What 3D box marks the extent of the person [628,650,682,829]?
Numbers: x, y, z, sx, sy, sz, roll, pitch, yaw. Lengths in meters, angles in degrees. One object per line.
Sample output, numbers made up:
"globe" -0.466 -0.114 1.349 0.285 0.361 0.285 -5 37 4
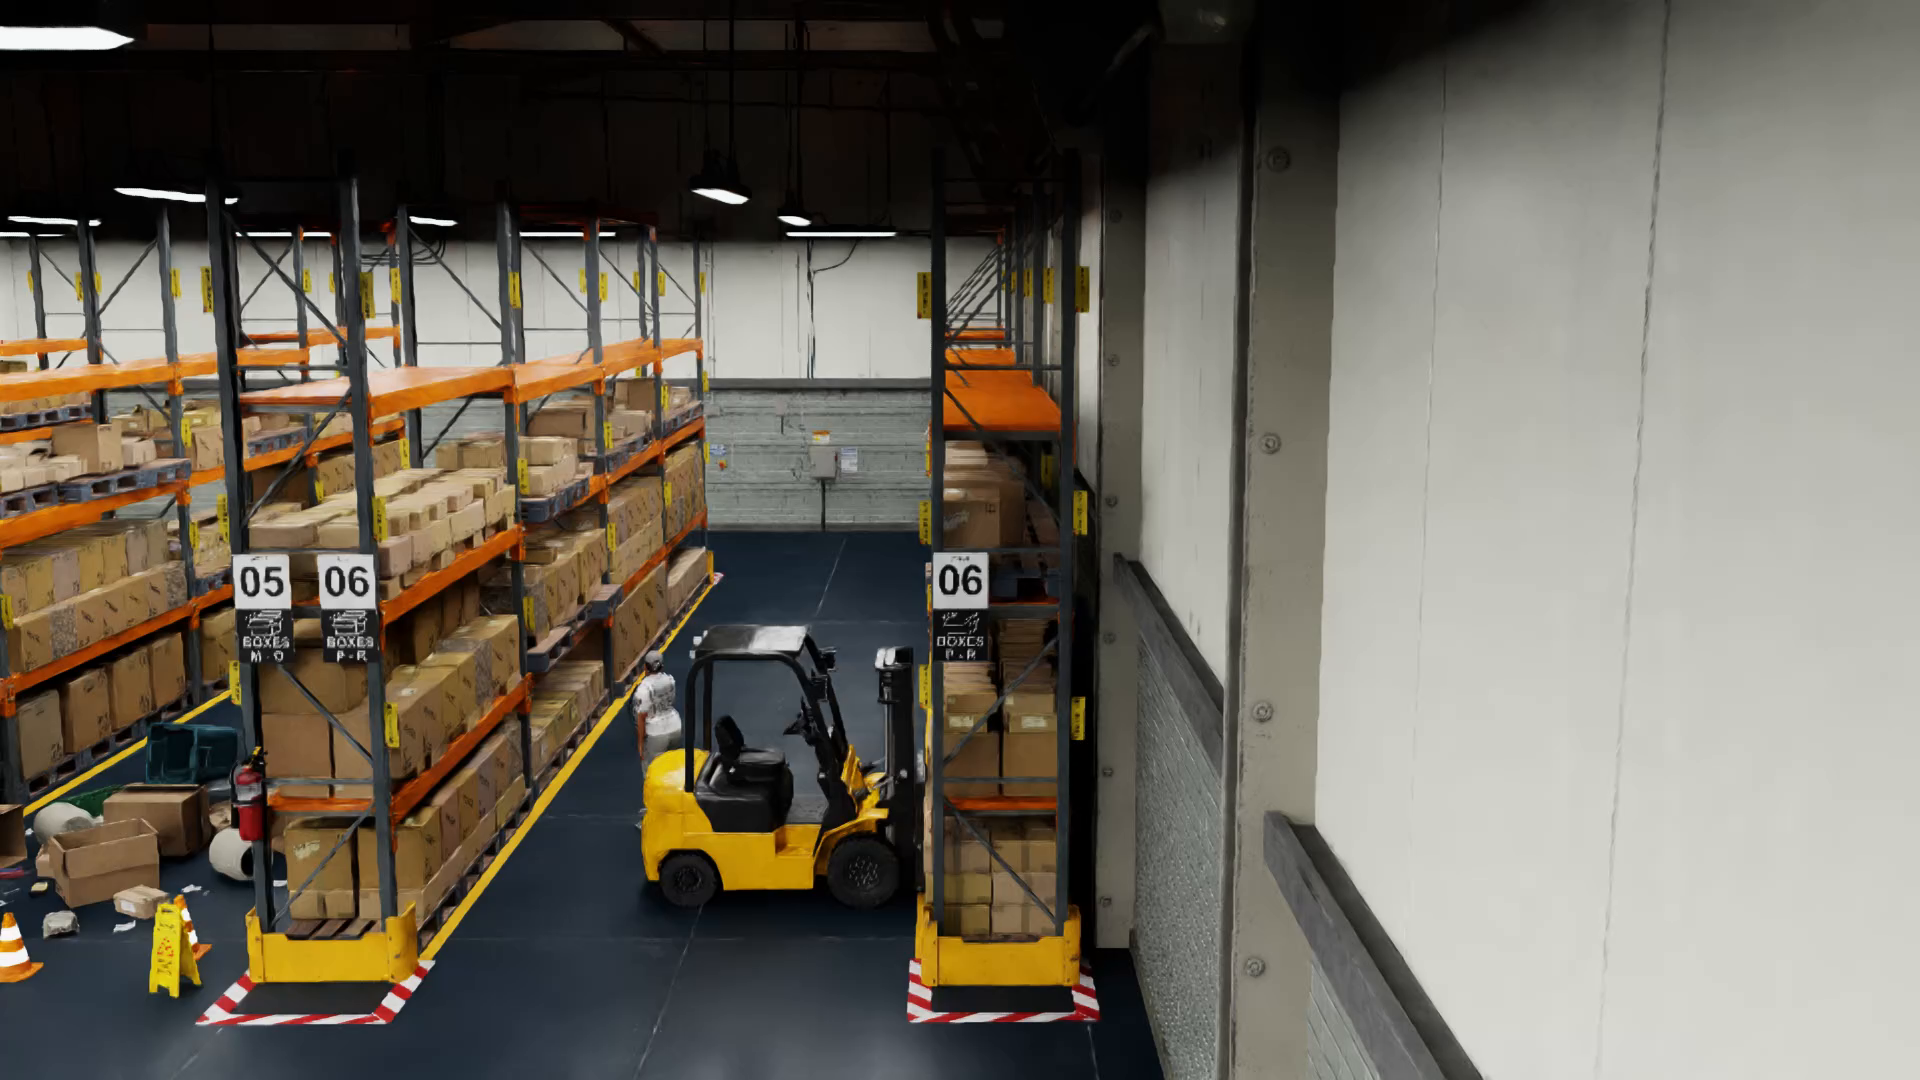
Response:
"person" -2.891 1.853 15.655 0.478 1.667 0.523 5 11 30
